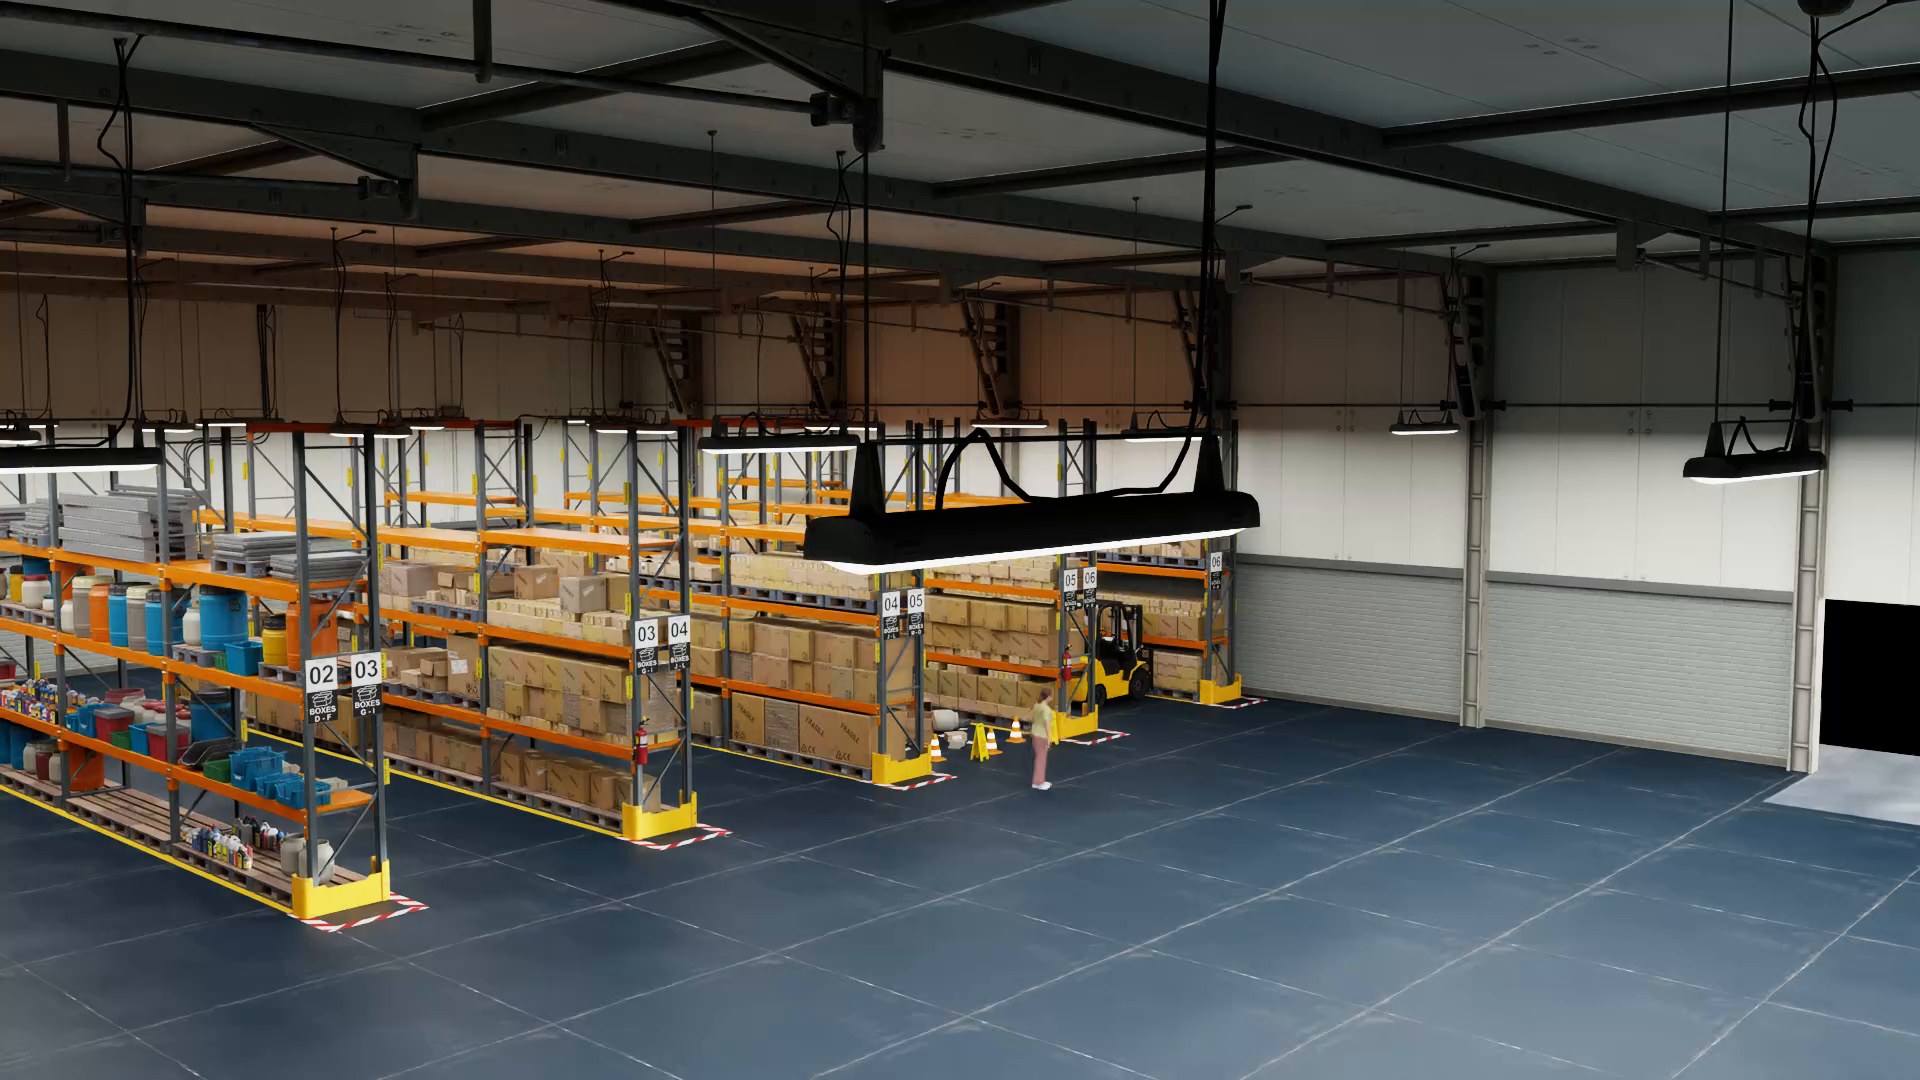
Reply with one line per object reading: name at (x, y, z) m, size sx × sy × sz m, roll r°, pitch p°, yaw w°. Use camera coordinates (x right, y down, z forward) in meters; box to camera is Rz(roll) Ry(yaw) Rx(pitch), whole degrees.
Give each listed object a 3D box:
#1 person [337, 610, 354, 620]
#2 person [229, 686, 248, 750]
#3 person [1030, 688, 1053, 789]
person at (-14.716, 2.198, 40.073) m, size 0.609 × 1.733 × 0.998 m, roll -2°, pitch 5°, yaw -19°
person at (-12.846, 3.095, 29.621) m, size 0.410 × 1.703 × 0.526 m, roll 0°, pitch 5°, yaw -1°
person at (1.347, 3.263, 27.402) m, size 0.360 × 1.683 × 0.486 m, roll -2°, pitch 5°, yaw -22°
